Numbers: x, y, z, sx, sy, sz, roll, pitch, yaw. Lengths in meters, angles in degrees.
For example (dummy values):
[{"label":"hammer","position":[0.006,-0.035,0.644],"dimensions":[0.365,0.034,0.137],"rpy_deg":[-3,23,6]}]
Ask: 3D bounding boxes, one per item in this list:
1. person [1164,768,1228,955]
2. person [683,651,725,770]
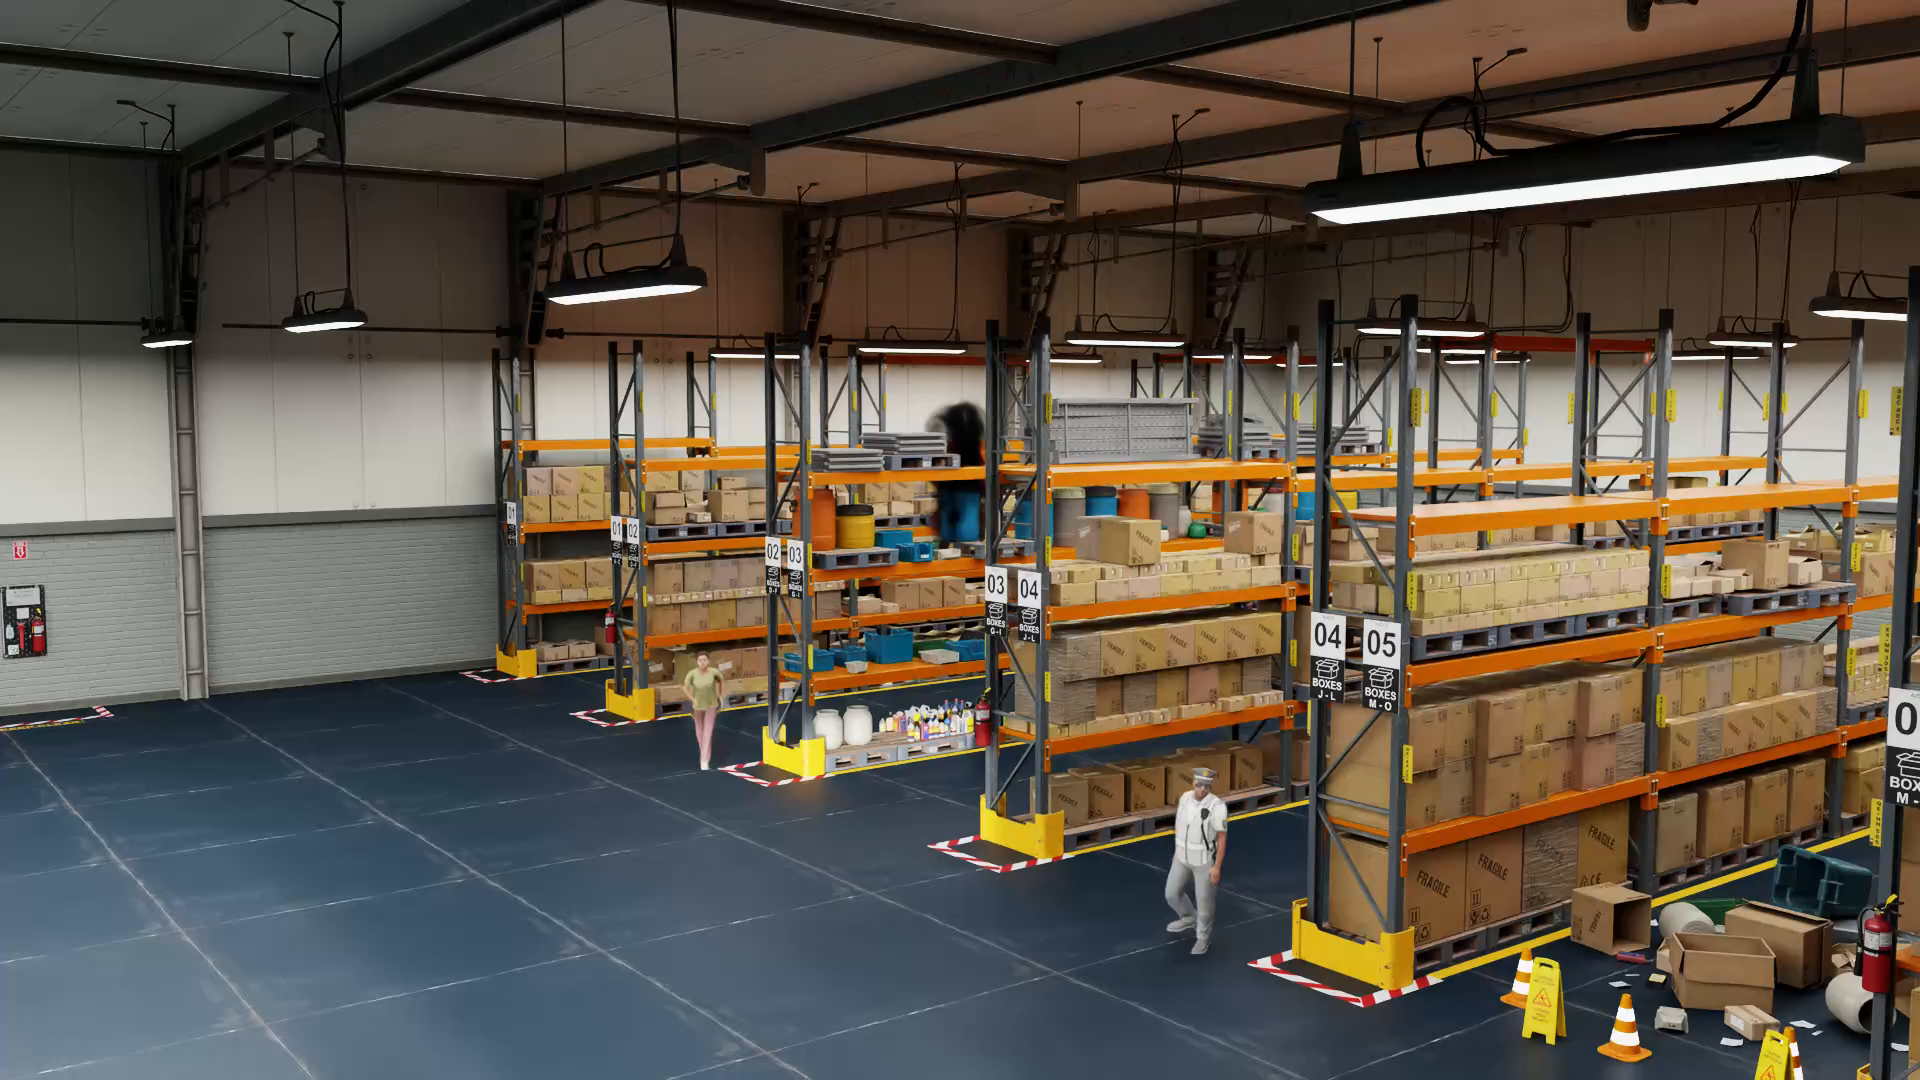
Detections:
[{"label":"person","position":[2.188,2.951,15.453],"dimensions":[0.700,1.770,0.516],"rpy_deg":[4,7,41]},{"label":"person","position":[-3.555,2.328,23.145],"dimensions":[0.571,1.629,0.841],"rpy_deg":[0,5,-3]}]
